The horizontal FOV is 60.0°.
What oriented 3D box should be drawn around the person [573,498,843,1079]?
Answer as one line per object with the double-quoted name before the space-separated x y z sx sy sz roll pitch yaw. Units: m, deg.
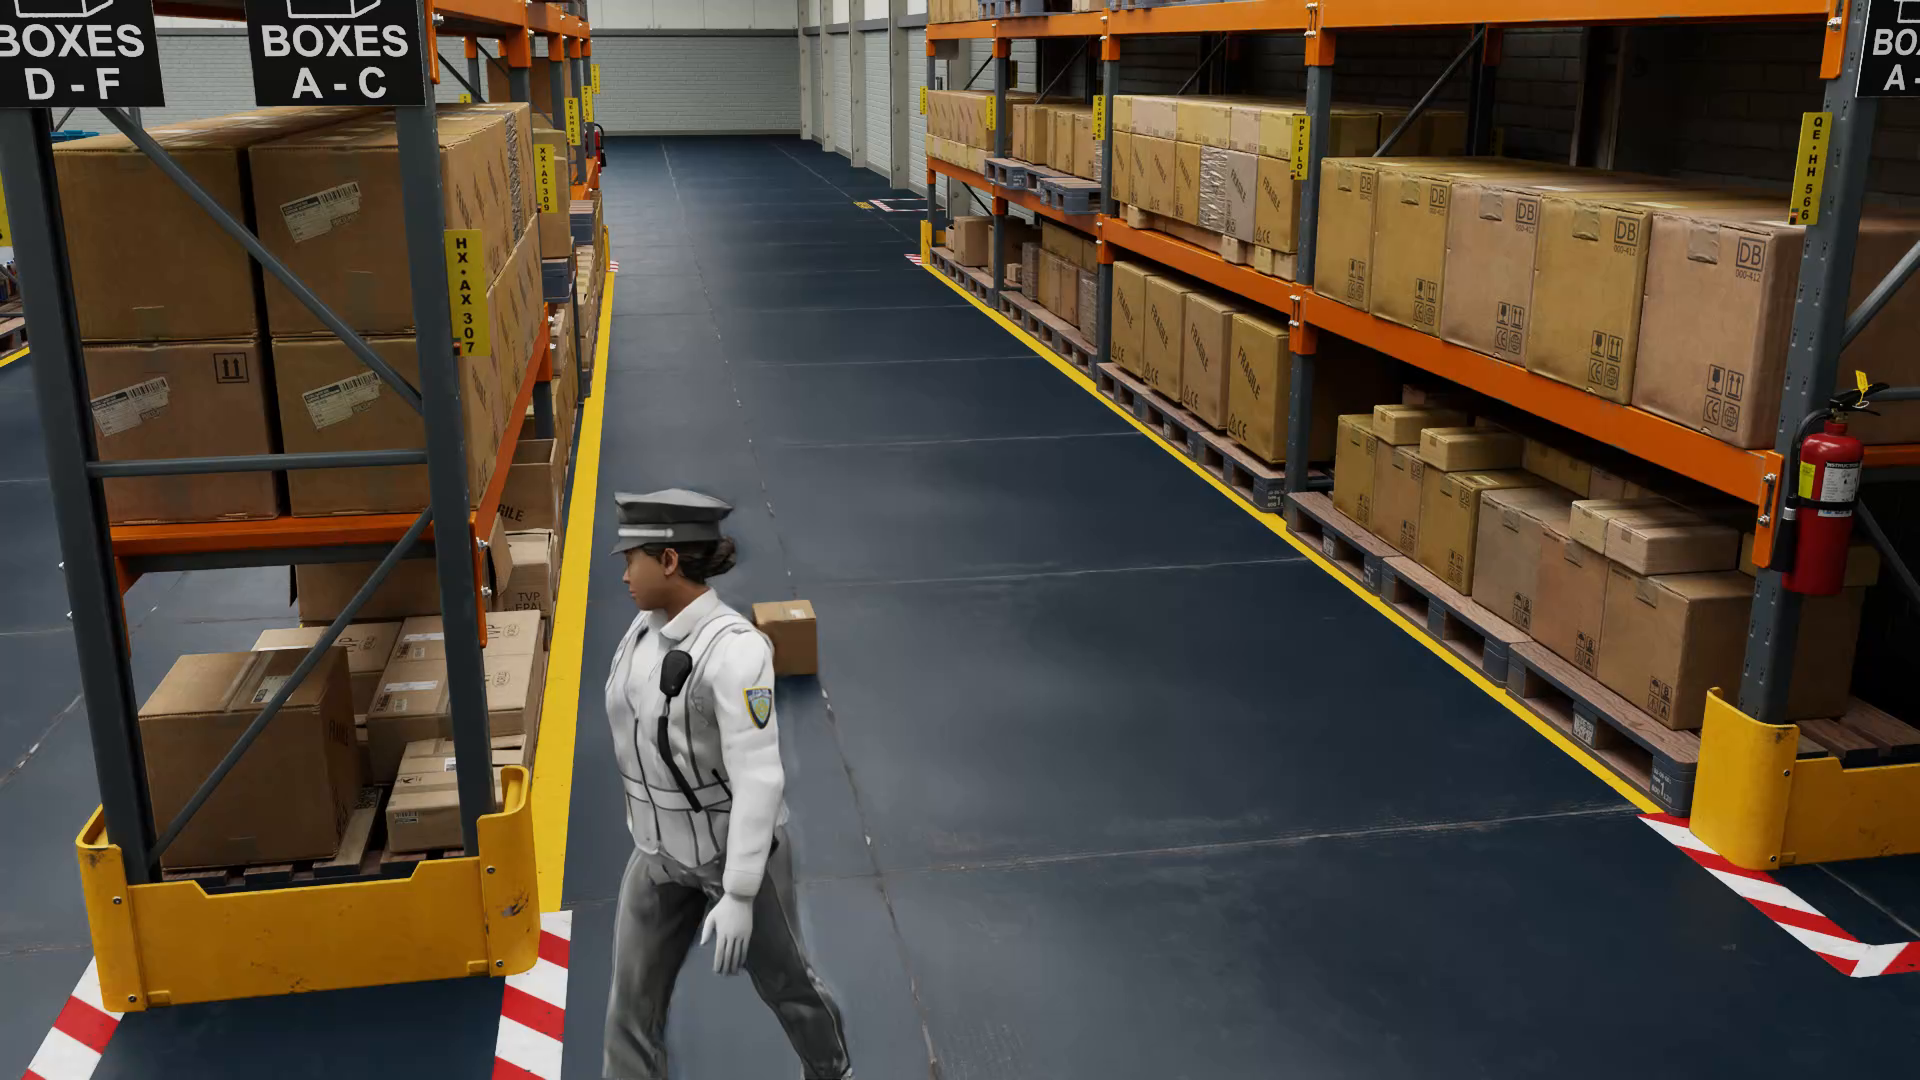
"person" -0.637 0.724 3.546 0.589 1.605 0.955 14 22 40
